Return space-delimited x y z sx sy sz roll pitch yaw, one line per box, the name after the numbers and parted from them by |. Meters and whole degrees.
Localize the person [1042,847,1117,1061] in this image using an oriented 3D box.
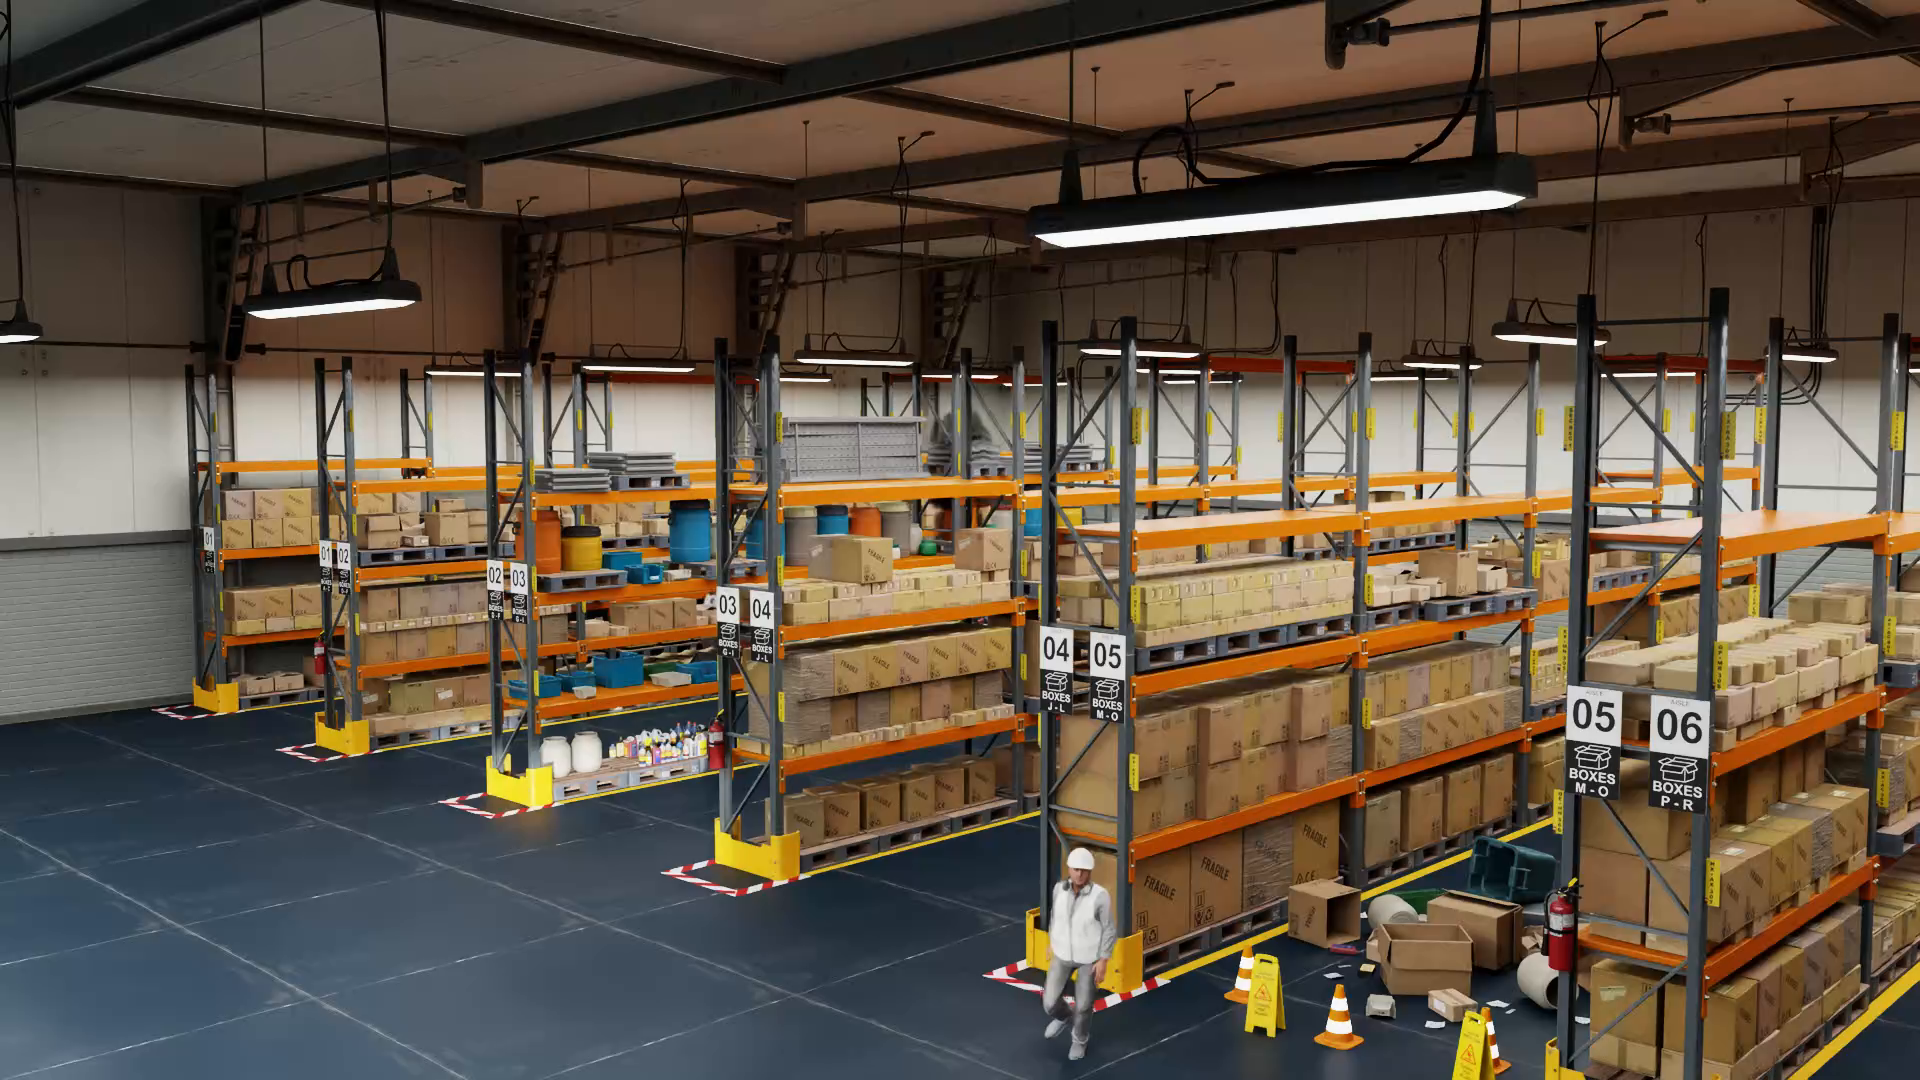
0.950 3.286 13.208 0.646 1.753 0.565 2 5 20 | person

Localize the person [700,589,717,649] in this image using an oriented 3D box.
-5.055 1.712 34.105 0.560 1.745 0.822 3 5 33 | person
